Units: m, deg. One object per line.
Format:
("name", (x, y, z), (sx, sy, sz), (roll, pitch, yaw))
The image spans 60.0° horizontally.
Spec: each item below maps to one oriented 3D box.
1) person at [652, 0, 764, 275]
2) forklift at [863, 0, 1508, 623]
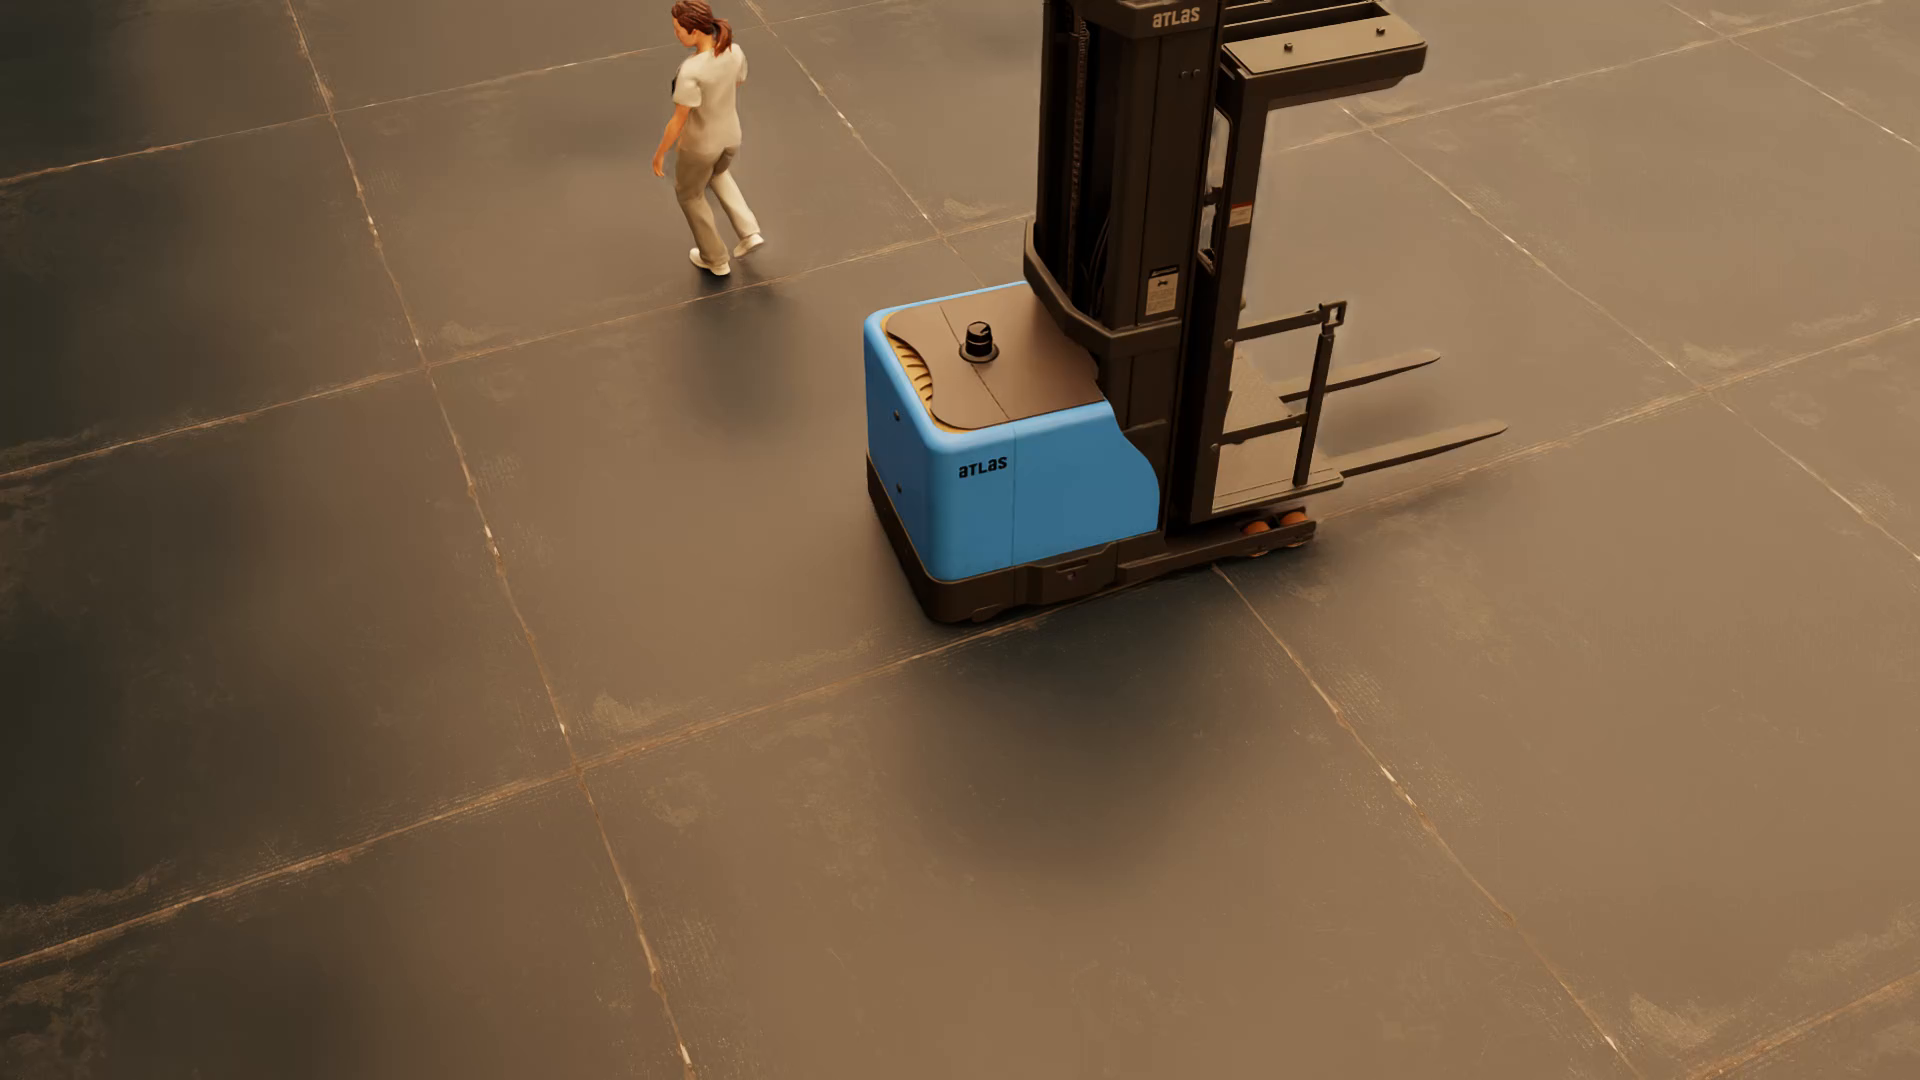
("person", (-1.396, -2.133, 8.915), (0.462, 1.644, 0.667), (34, 53, 31))
("forklift", (1.131, -1.321, 7.095), (3.031, 2.935, 1.130), (-14, 45, -14))
